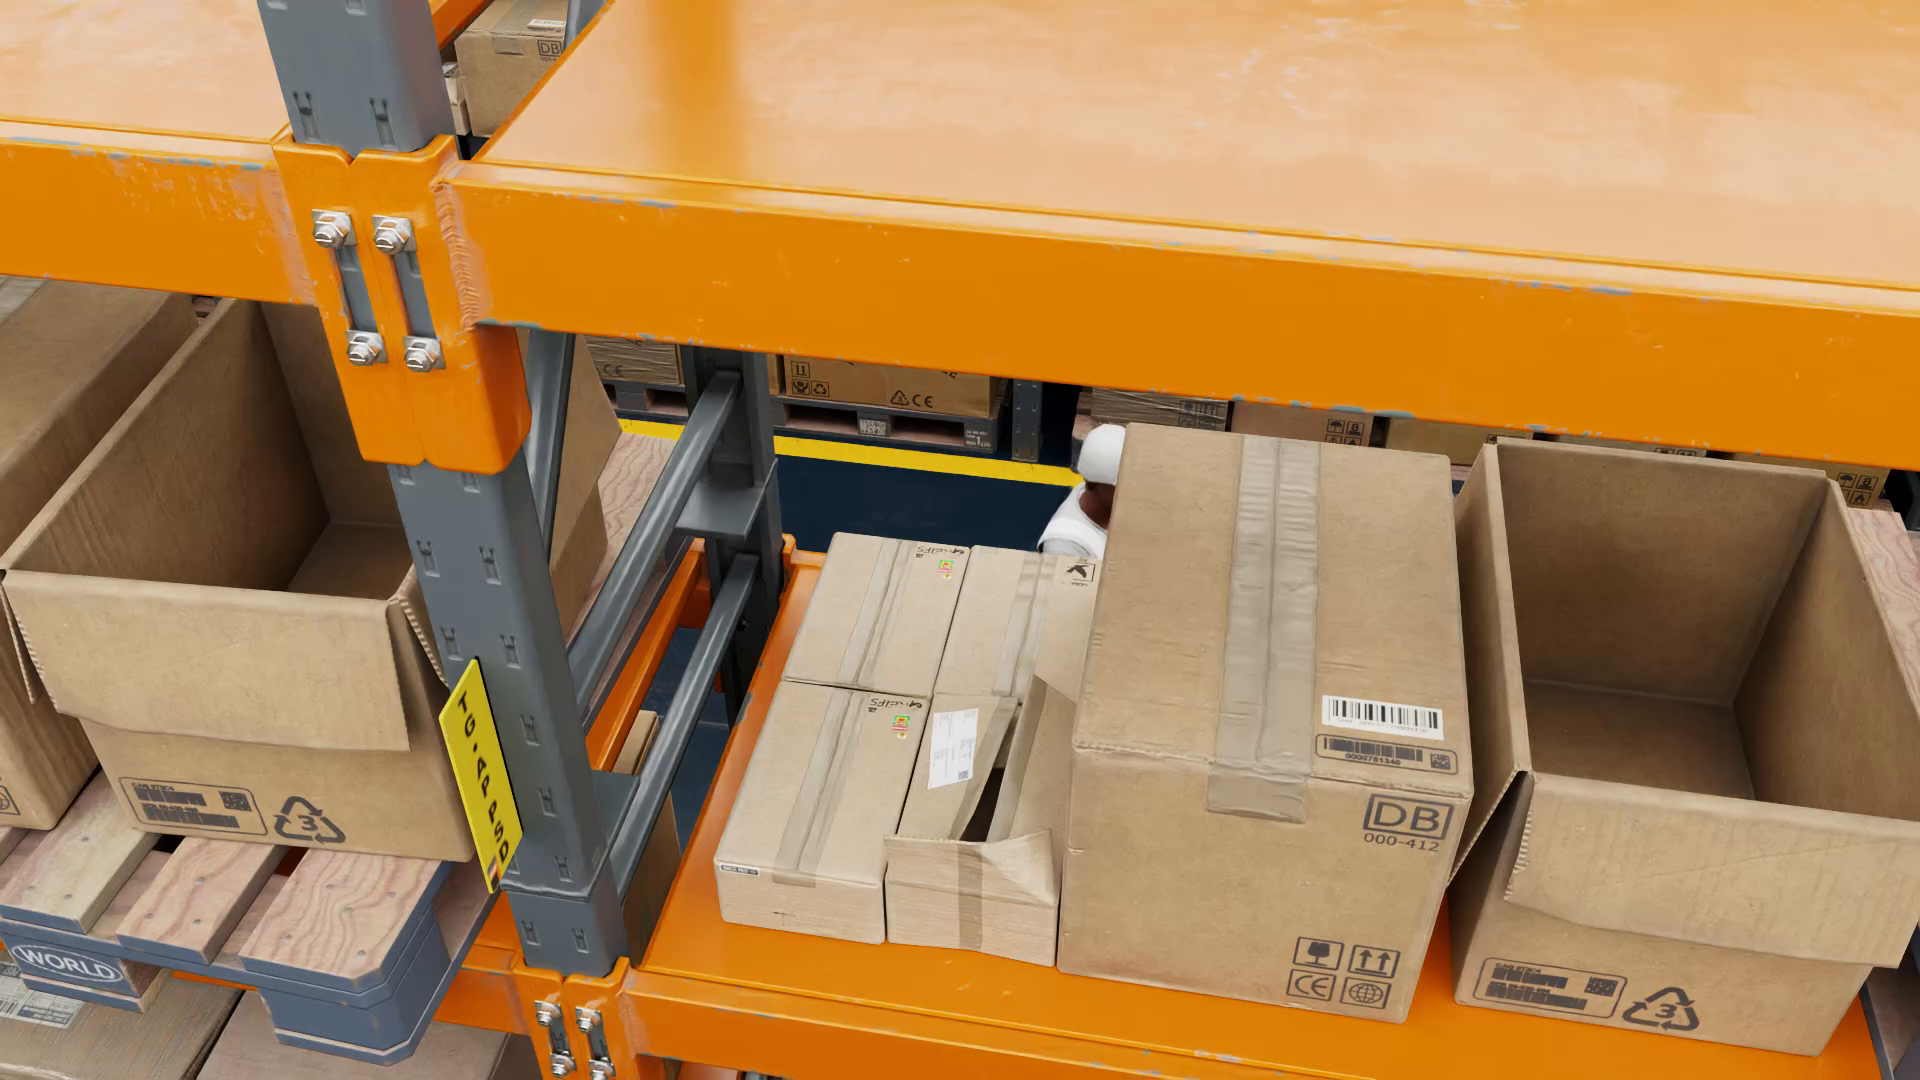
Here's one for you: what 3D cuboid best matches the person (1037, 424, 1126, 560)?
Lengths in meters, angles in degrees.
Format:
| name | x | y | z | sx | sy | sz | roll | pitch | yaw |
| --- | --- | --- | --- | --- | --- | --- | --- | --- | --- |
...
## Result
| name | x | y | z | sx | sy | sz | roll | pitch | yaw |
| --- | --- | --- | --- | --- | --- | --- | --- | --- | --- |
| person | 0.556 | 0.385 | 5.673 | 0.537 | 1.800 | 0.606 | 22 | 45 | 24 |
